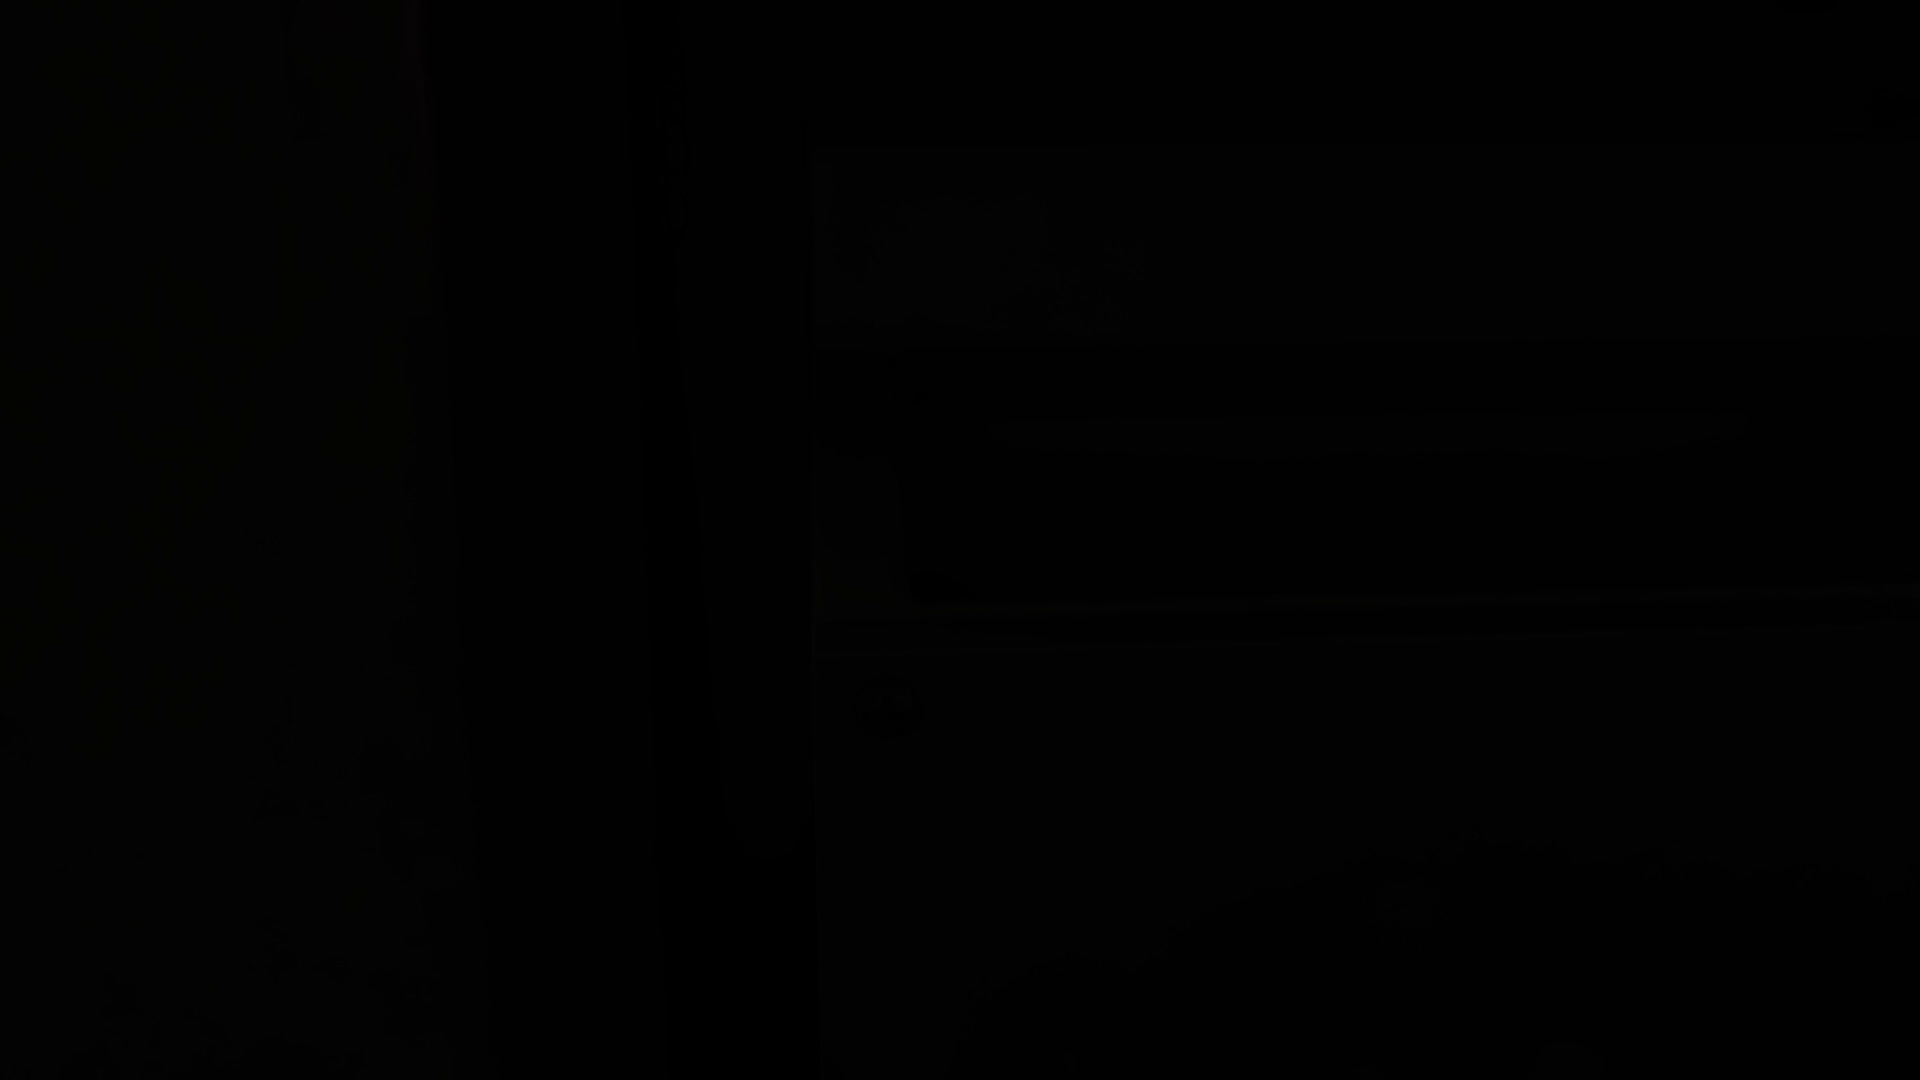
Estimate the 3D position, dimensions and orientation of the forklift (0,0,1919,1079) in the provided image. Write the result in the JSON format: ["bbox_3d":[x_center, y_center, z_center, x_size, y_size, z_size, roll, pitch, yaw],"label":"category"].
[{"bbox_3d":[0.433,-0.418,0.298,1.130,2.935,3.031,-1,13,-5],"label":"forklift"}]
